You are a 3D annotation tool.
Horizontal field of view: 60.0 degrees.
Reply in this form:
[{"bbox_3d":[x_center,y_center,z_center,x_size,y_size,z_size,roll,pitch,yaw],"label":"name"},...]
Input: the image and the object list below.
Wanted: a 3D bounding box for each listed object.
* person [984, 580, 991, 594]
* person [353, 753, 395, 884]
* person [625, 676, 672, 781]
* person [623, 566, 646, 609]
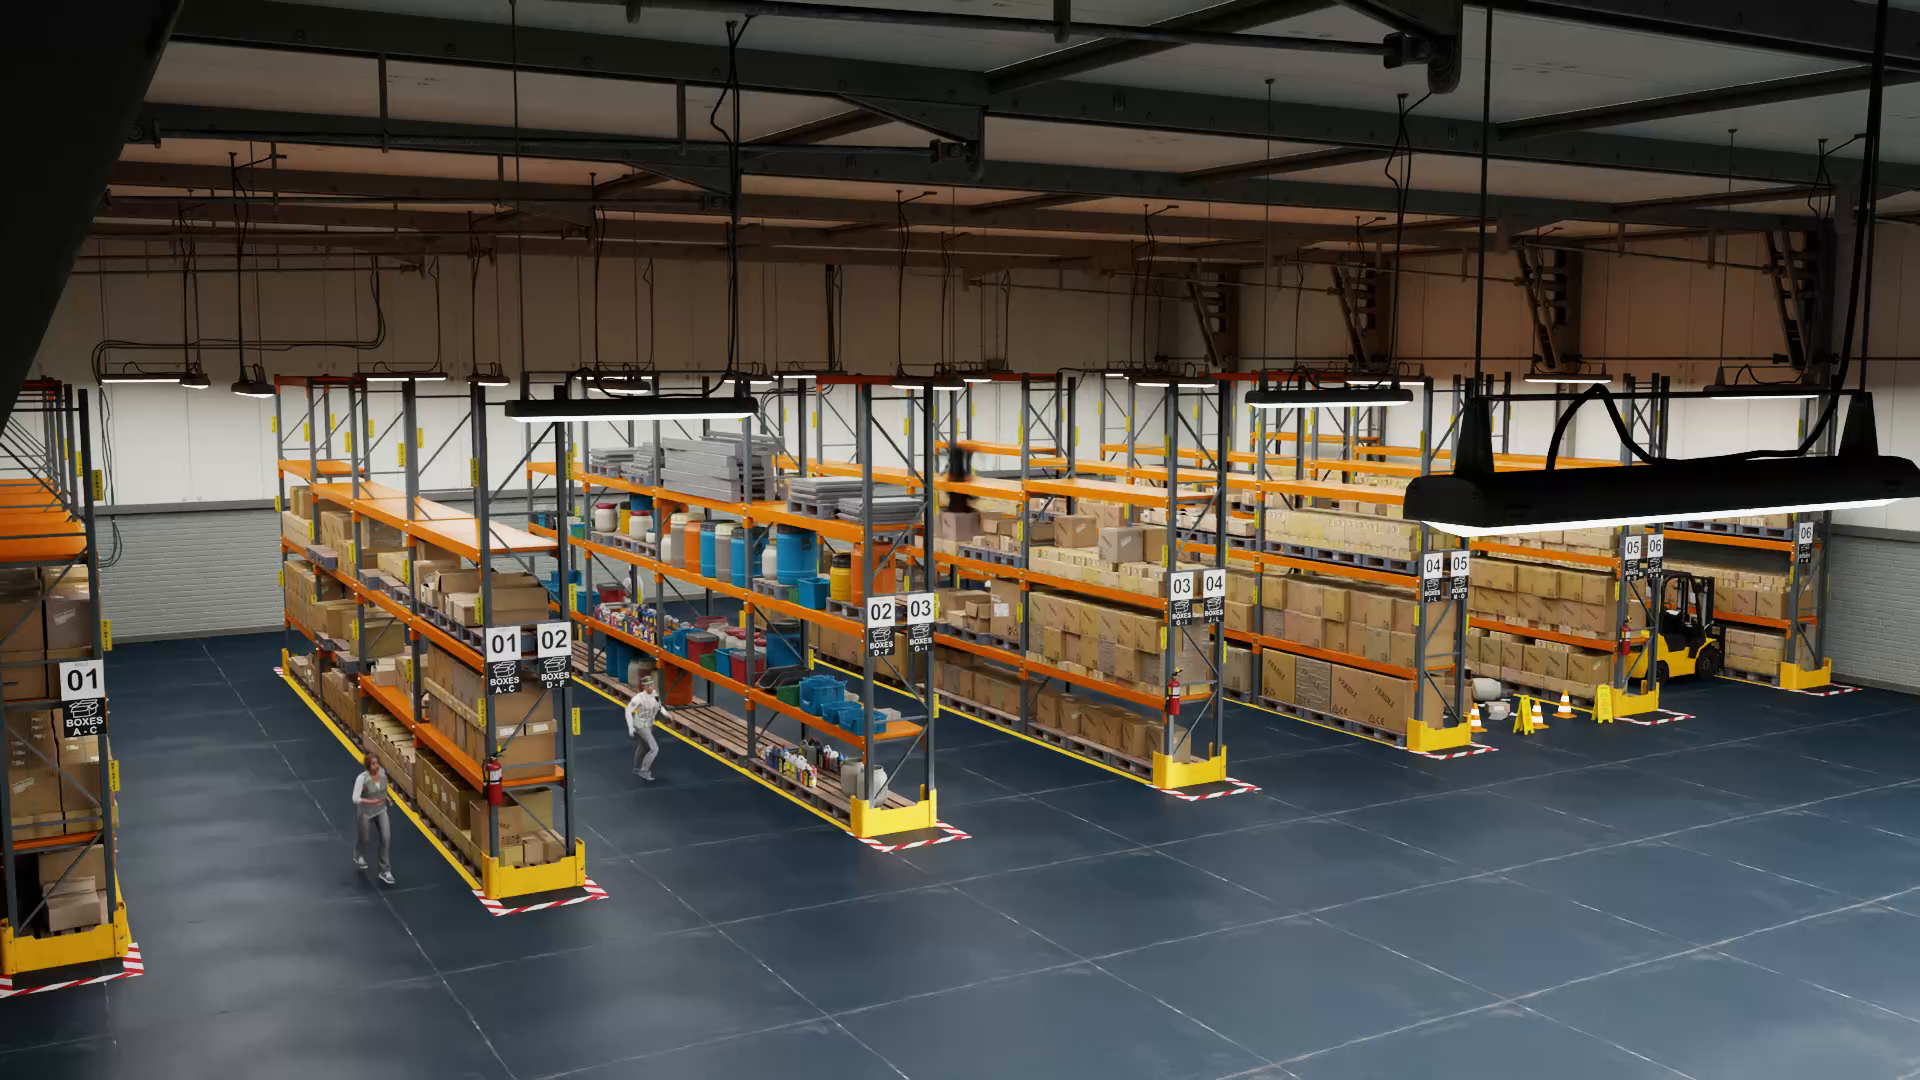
[{"bbox_3d":[0.551,1.611,33.634,0.641,1.655,0.777,-1,6,-13],"label":"person"},{"bbox_3d":[-7.163,3.339,20.219,0.533,1.568,0.916,-6,8,-42],"label":"person"},{"bbox_3d":[-4.682,2.827,25.050,0.747,1.629,0.604,2,6,16],"label":"person"},{"bbox_3d":[-7.183,1.438,36.749,0.761,1.817,0.685,4,7,32],"label":"person"}]
